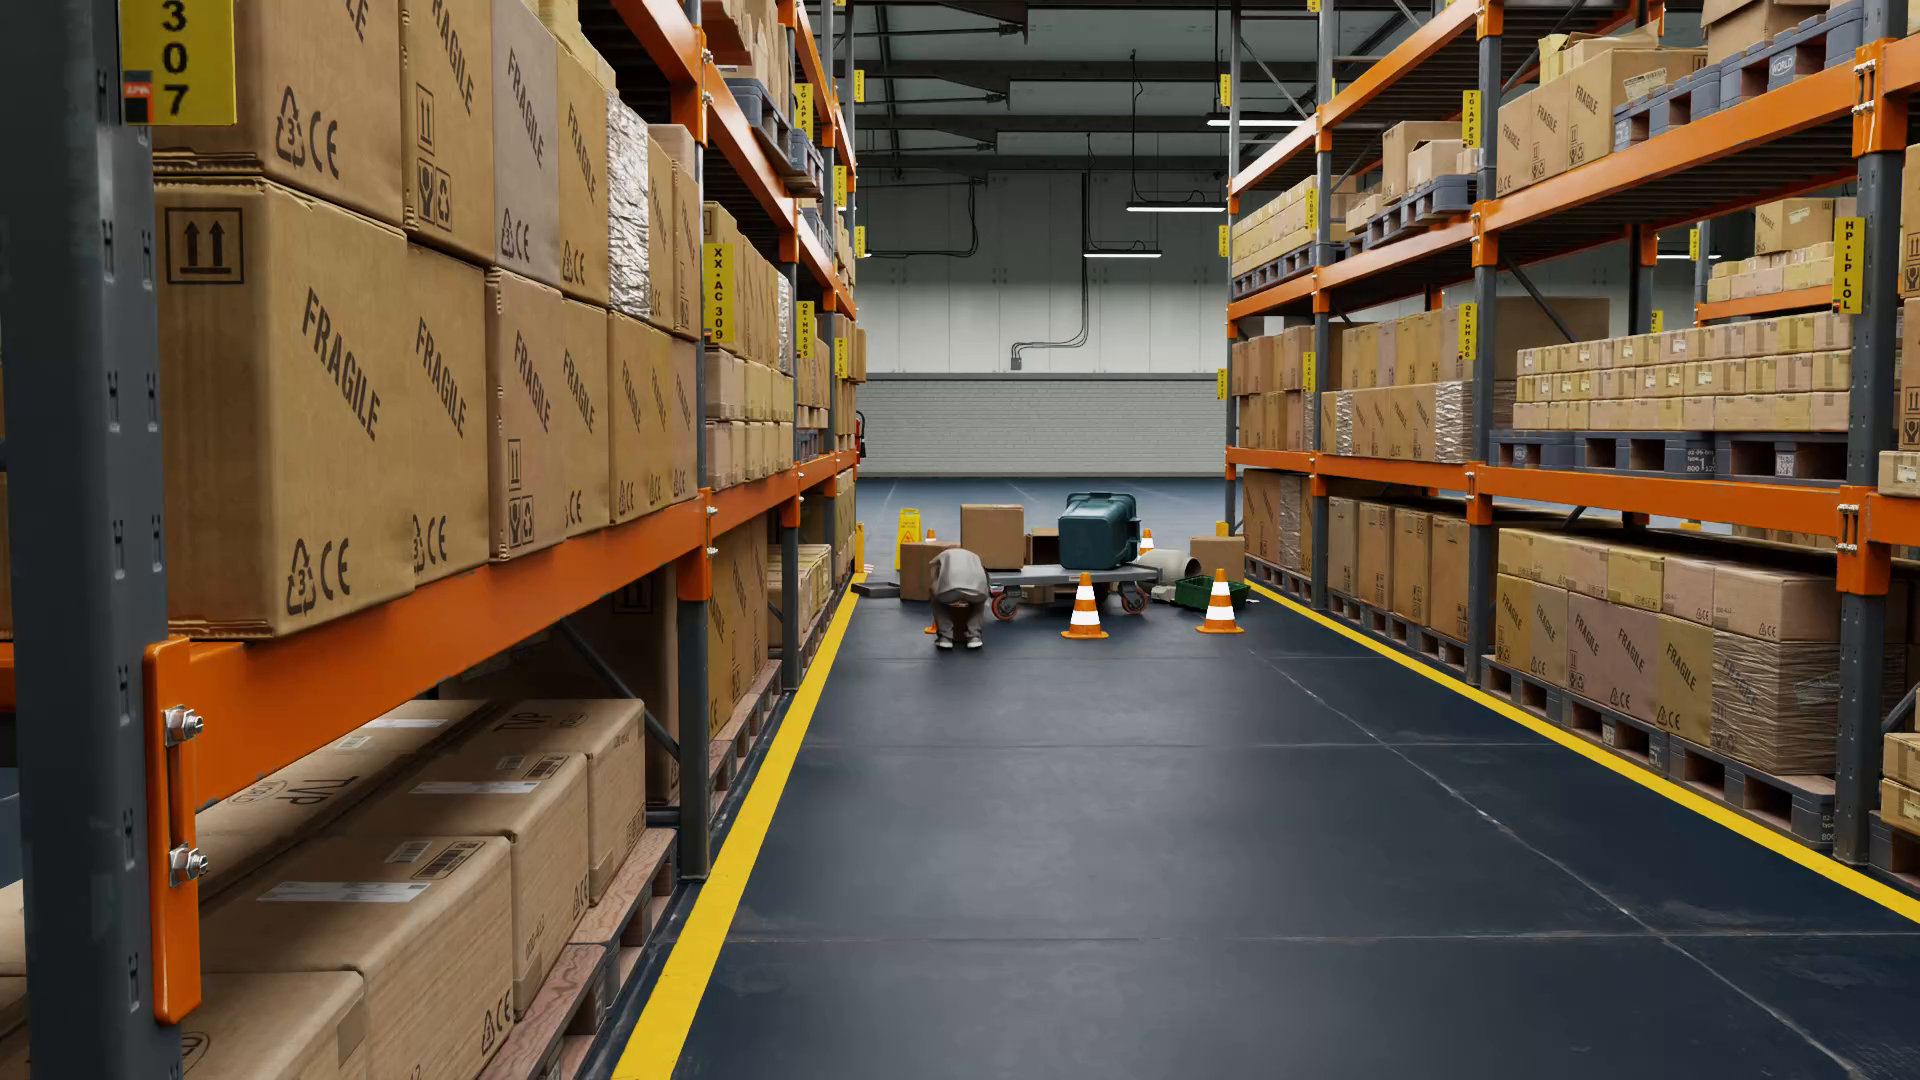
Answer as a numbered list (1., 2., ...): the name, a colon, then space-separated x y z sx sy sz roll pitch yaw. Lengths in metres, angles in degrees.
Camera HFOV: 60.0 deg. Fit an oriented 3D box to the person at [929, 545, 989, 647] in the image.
1. person: -0.011 0.409 11.610 0.413 0.714 0.856 0 4 -3
